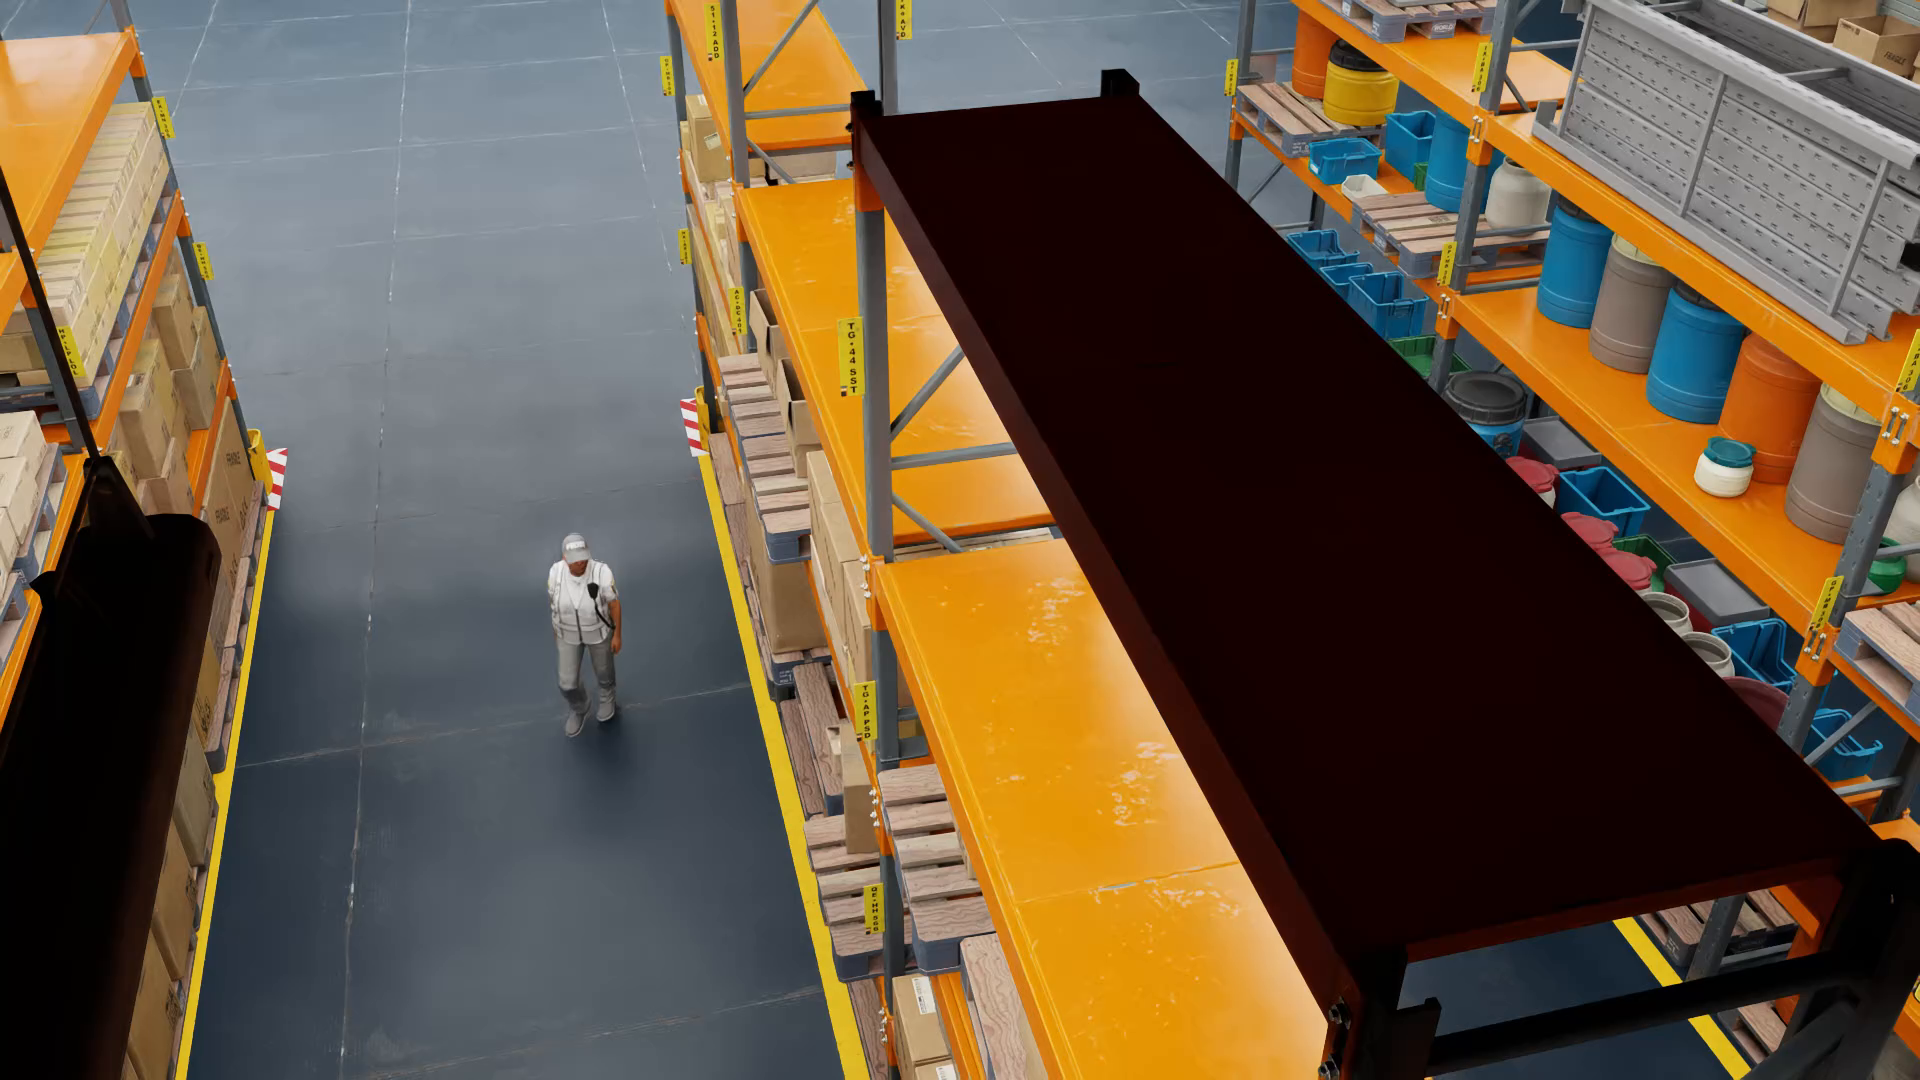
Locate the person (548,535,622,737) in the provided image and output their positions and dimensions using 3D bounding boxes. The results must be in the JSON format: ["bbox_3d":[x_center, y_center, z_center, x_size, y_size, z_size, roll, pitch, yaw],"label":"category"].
[{"bbox_3d":[-2.616,0.644,11.695,0.511,1.672,0.523,-1,34,-2],"label":"person"}]
